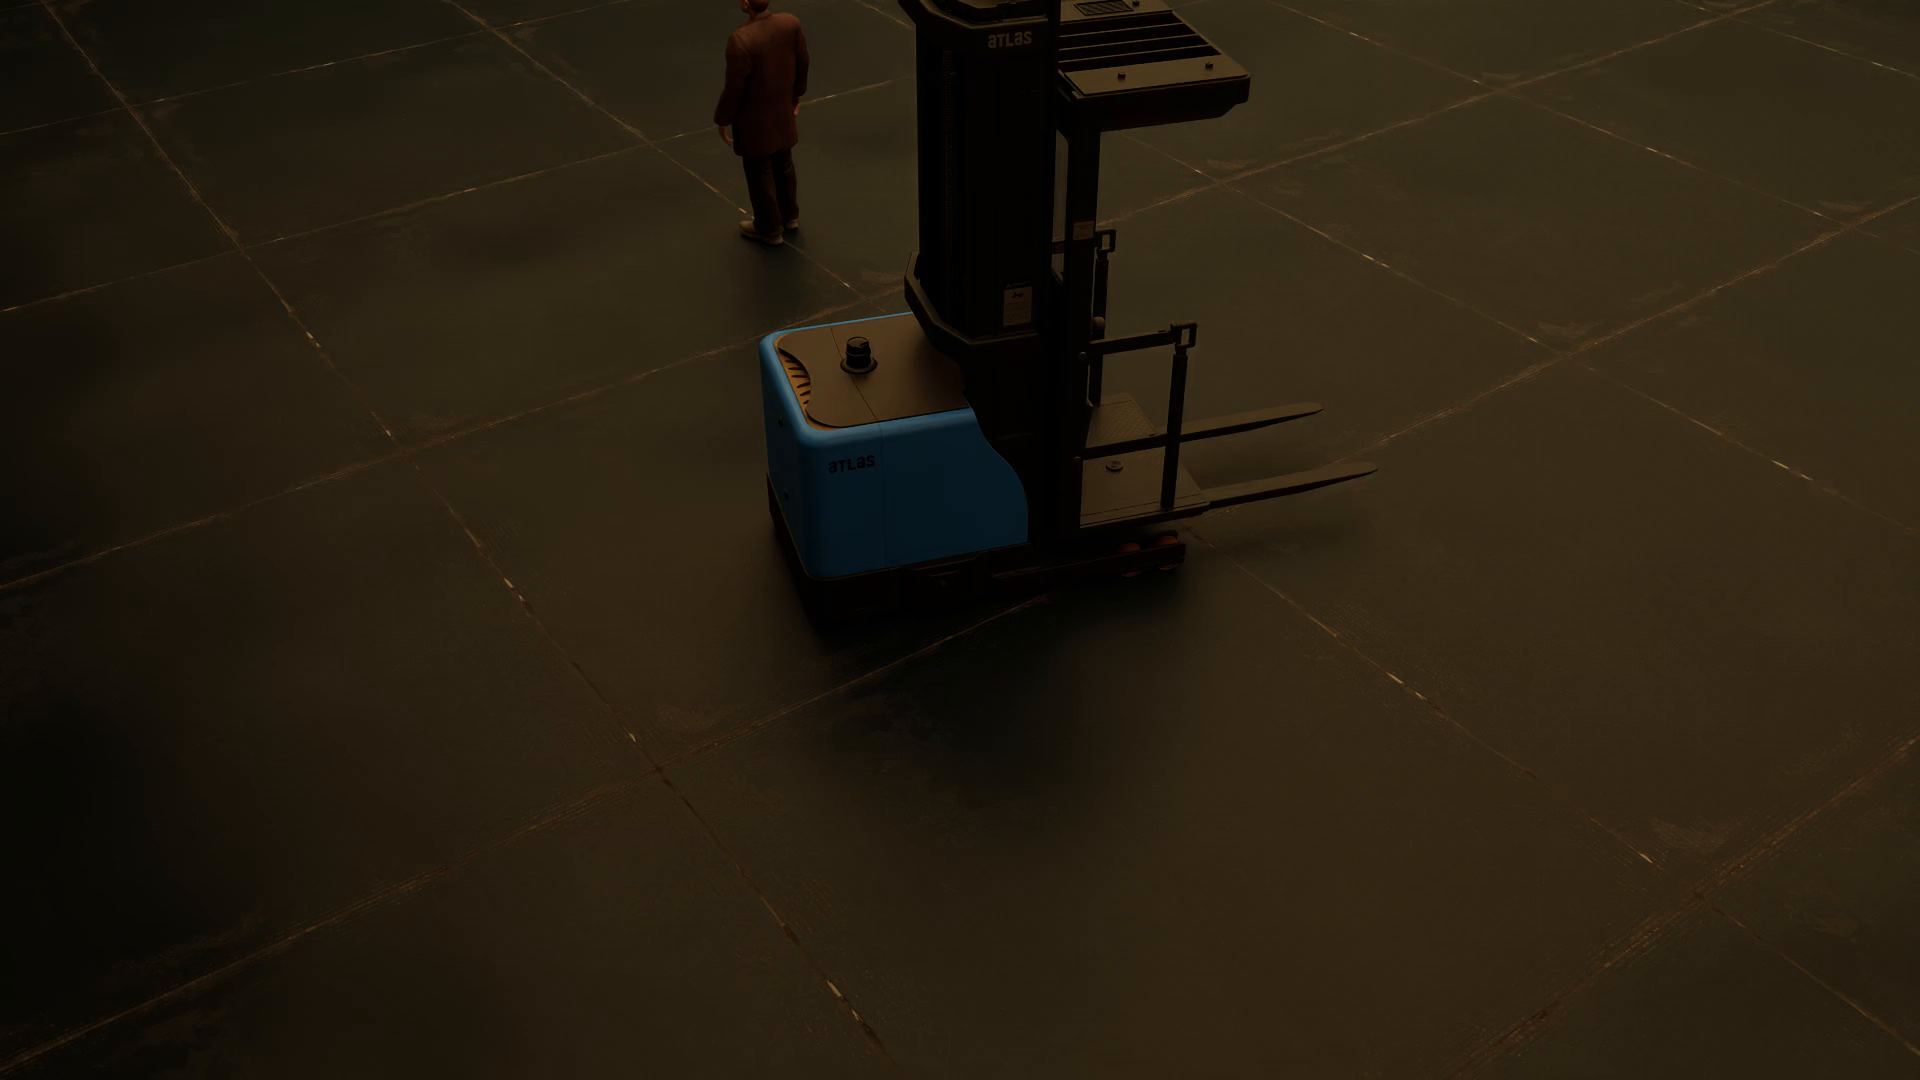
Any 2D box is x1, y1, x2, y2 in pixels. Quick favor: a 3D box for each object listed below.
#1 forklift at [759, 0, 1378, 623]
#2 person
[{"bbox_3d":[0.602,-1.288,7.687,3.031,2.935,1.130,-10,38,-14],"label":"forklift"},{"bbox_3d":[-1.315,-2.757,10.632,0.698,1.777,0.580,-28,45,-33],"label":"person"}]
